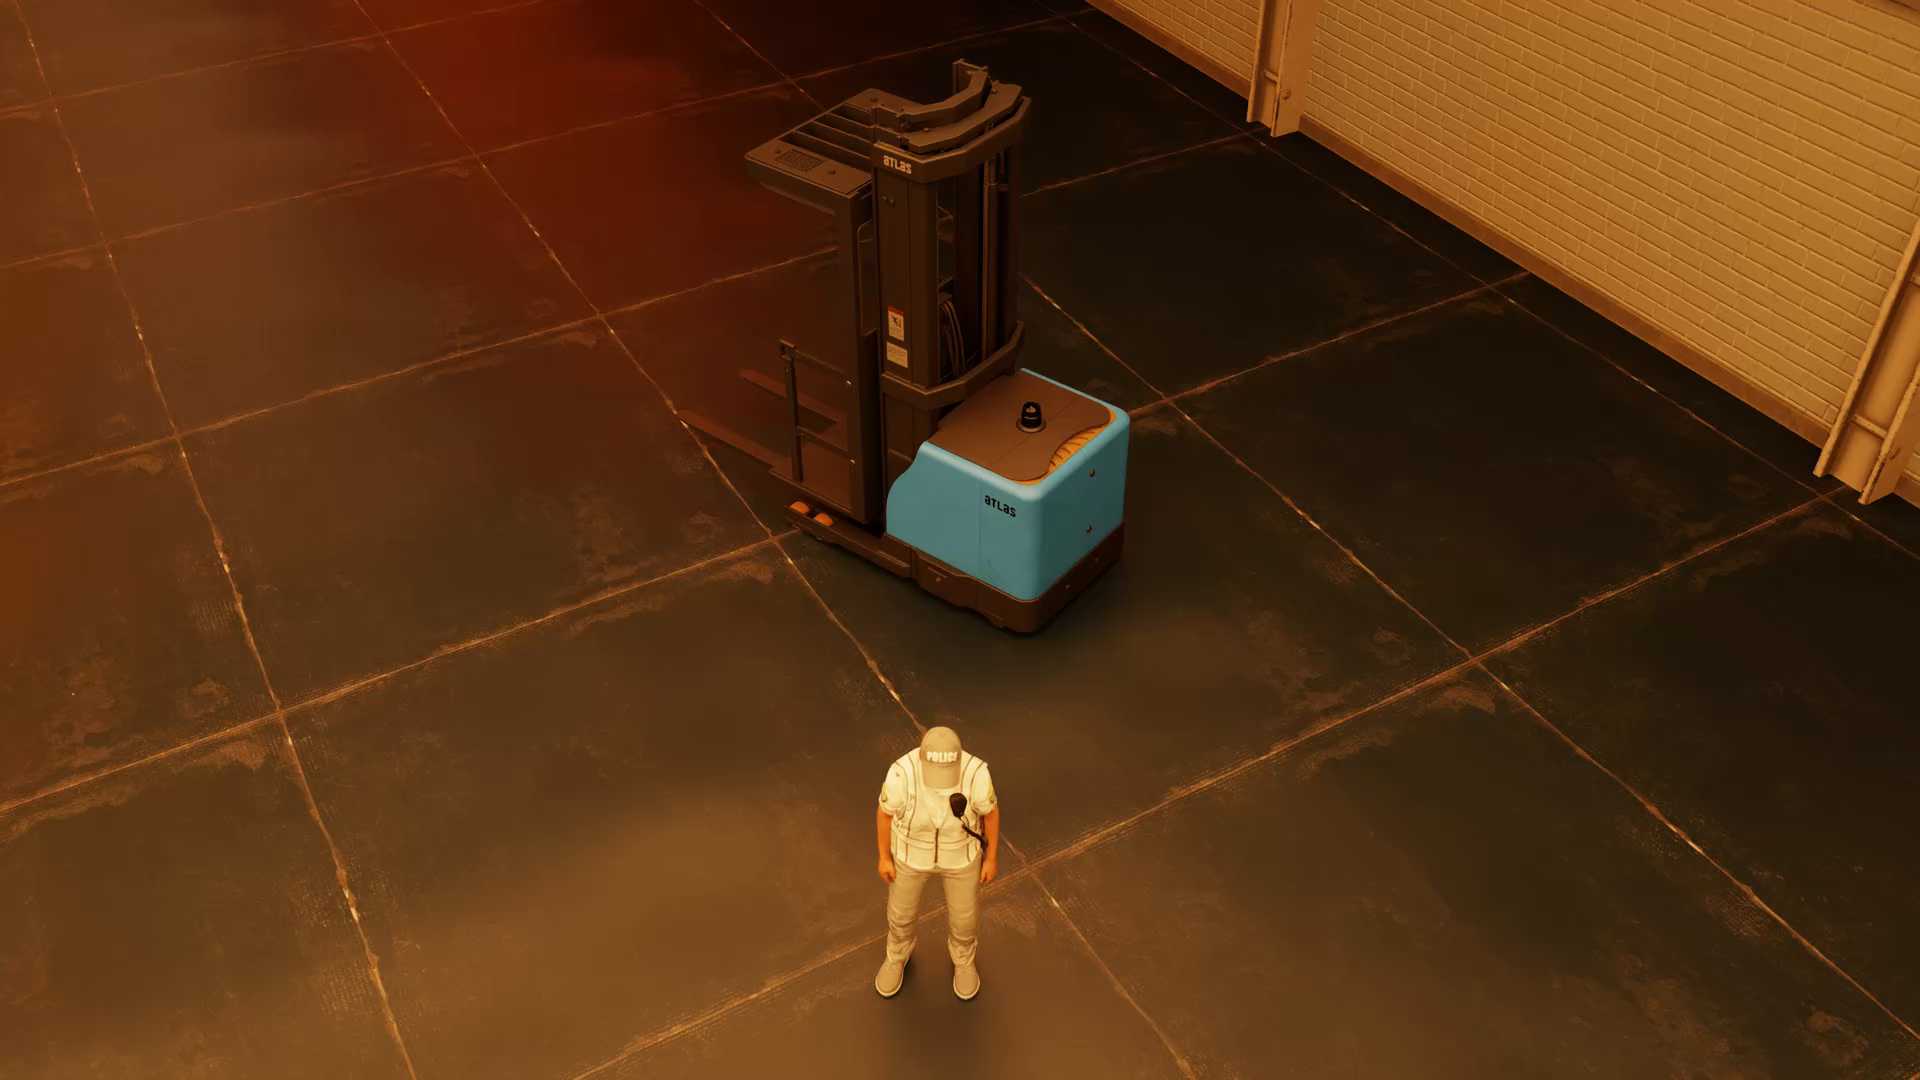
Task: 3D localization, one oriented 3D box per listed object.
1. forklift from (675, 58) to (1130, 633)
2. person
[{"bbox_3d":[-0.481,-1.366,9.683,3.031,2.935,1.130,26,46,28],"label":"forklift"},{"bbox_3d":[-0.113,1.399,7.342,0.563,1.667,0.463,1,40,1],"label":"person"}]
